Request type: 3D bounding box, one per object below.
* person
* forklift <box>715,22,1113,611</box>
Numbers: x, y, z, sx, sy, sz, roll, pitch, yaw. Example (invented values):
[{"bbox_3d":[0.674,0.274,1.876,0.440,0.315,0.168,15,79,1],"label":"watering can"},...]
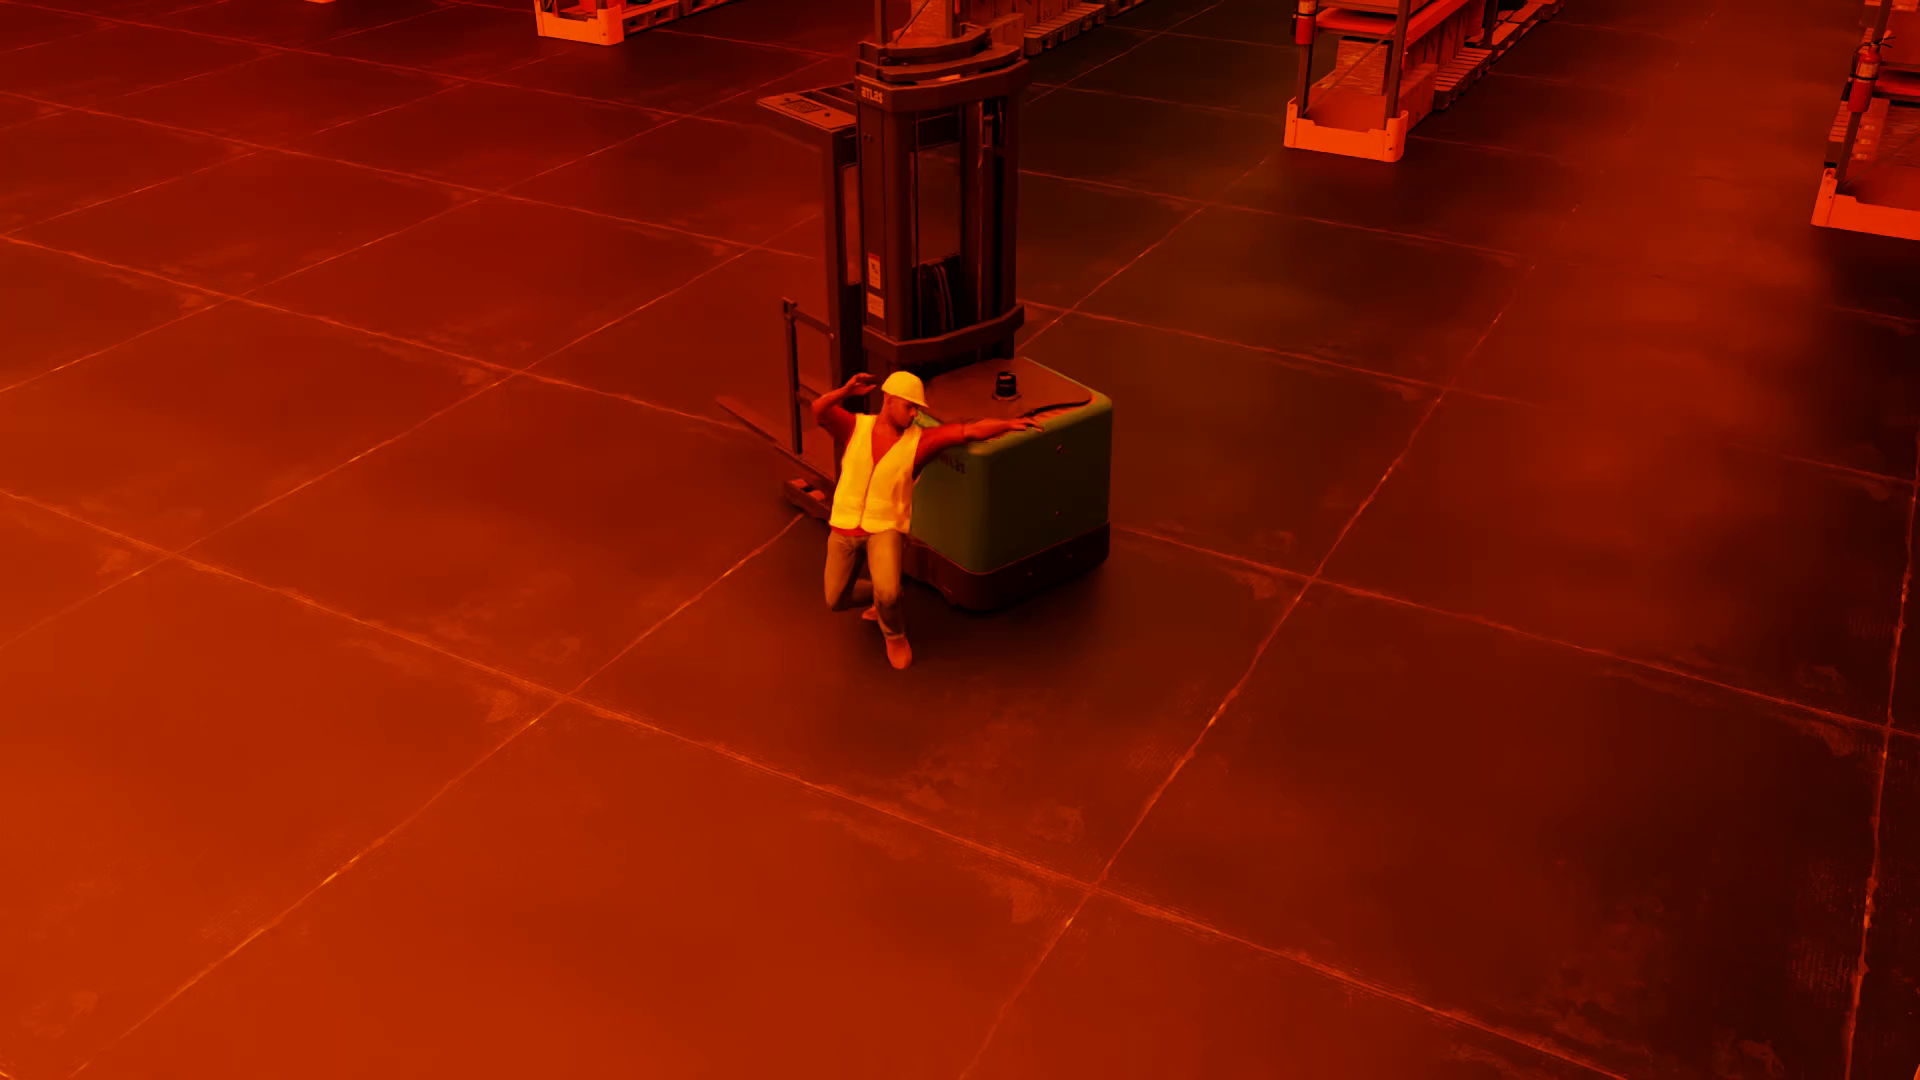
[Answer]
[{"bbox_3d":[-0.211,-0.106,8.602,1.154,1.636,0.843,9,31,16],"label":"person"},{"bbox_3d":[-0.445,-1.546,9.750,1.130,2.935,3.031,-22,37,-33],"label":"forklift"}]
